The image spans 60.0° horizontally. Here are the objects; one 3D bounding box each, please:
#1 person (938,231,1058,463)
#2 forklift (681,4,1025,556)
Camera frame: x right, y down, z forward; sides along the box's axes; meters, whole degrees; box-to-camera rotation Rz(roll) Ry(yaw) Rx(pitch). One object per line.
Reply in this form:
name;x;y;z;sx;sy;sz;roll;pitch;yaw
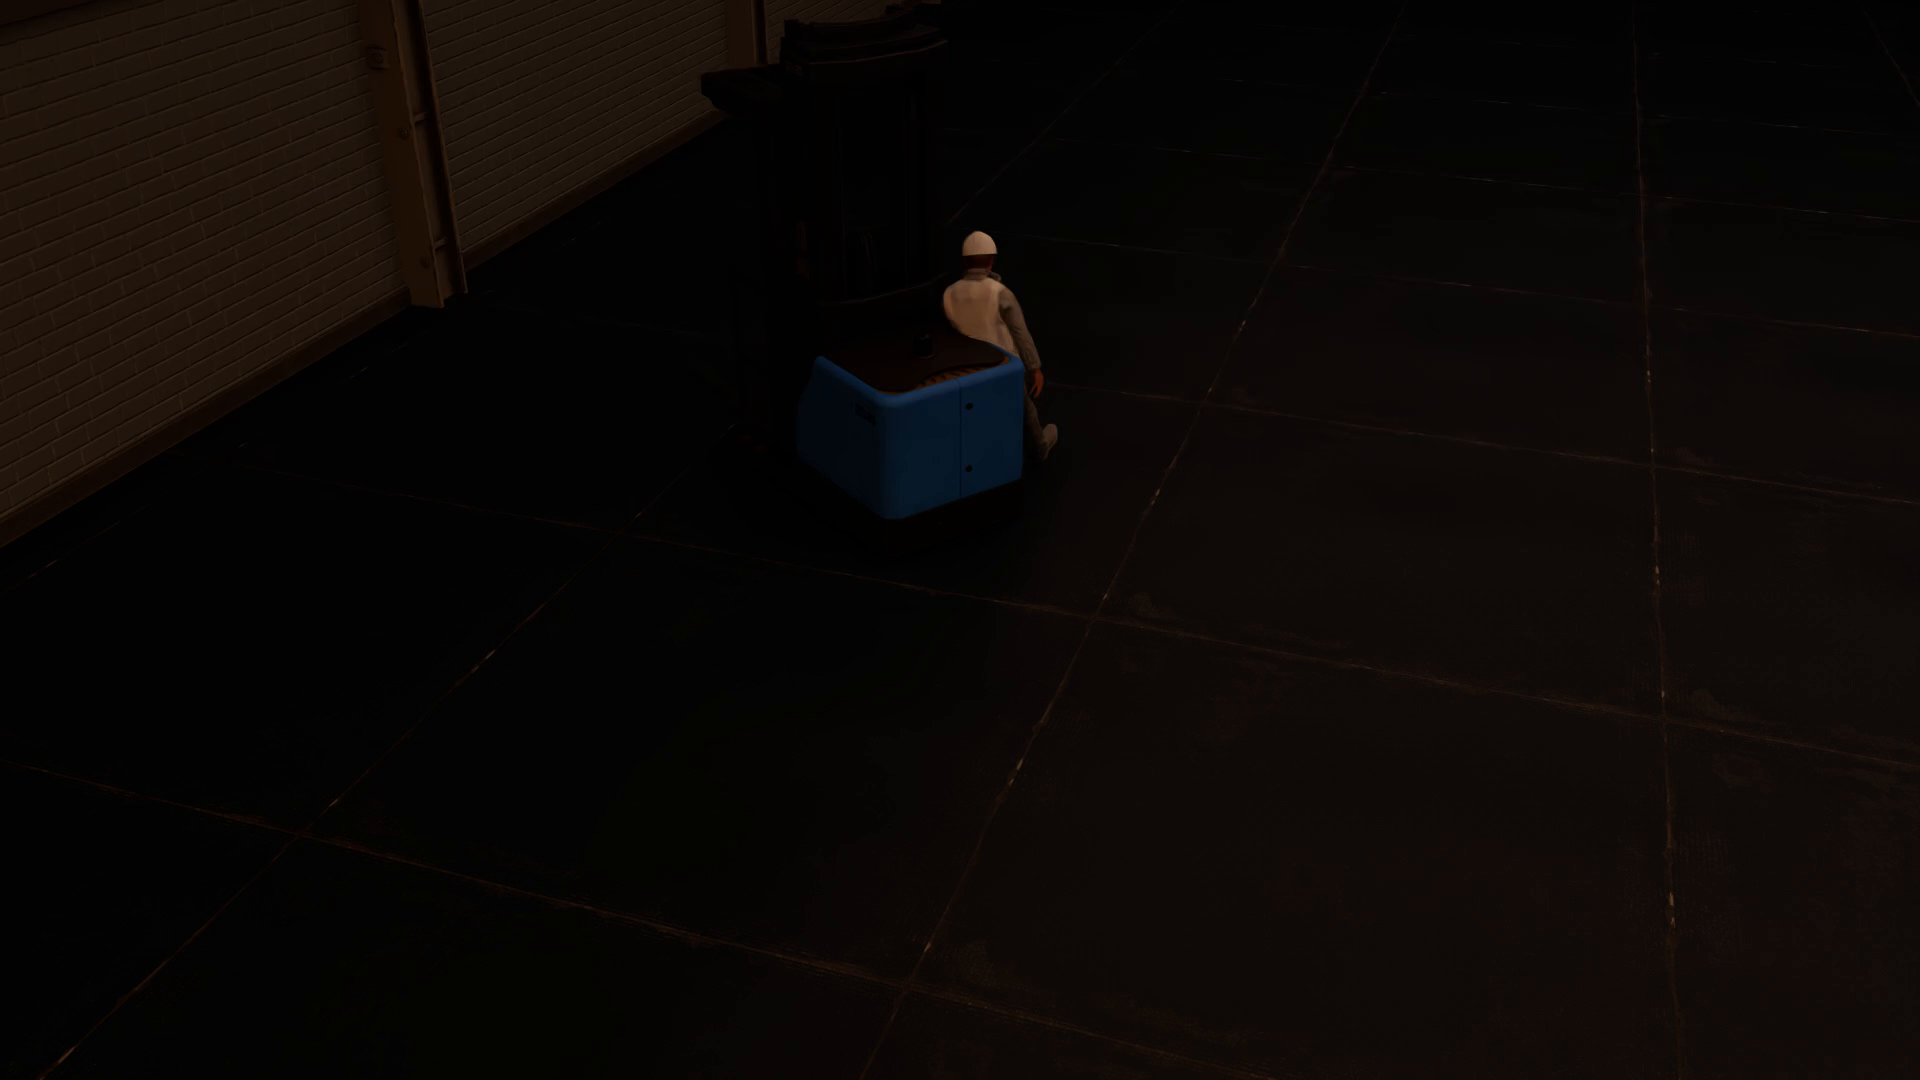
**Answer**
person;0.197;-1.174;10.481;0.875;1.644;0.918;15;33;24
forklift;-0.860;-1.855;10.391;1.130;2.935;3.031;-19;35;-30
